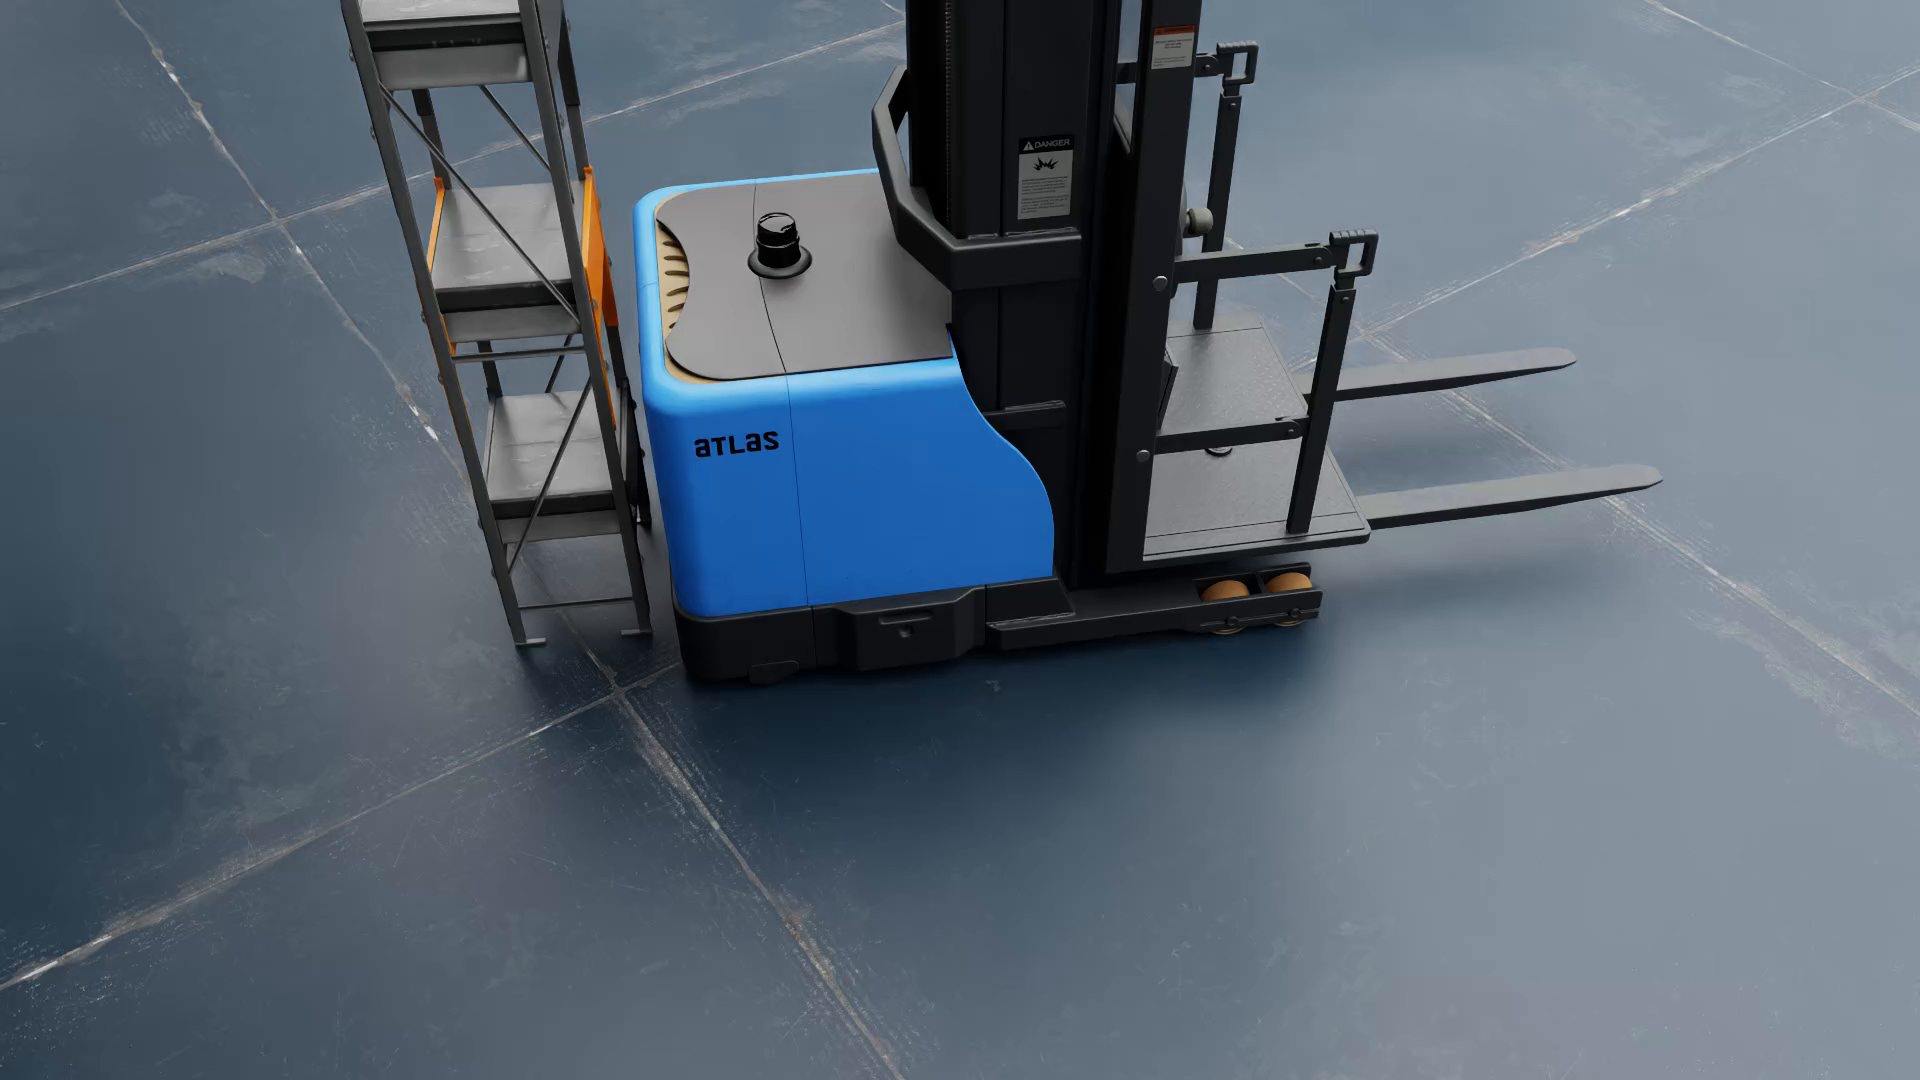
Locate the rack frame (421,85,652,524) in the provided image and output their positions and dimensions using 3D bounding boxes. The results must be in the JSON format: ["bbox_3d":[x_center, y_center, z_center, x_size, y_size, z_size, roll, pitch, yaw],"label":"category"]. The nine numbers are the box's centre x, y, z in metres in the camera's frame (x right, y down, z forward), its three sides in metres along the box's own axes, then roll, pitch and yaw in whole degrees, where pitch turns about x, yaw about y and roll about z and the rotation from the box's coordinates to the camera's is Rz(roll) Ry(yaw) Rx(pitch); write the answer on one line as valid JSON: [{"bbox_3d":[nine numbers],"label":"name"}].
[{"bbox_3d":[-1.182,-0.801,4.568,0.400,2.100,0.015,-5,44,-6],"label":"rack frame"}]

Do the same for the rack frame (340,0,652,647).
[{"bbox_3d":[-1.118,-0.467,4.218,0.400,2.100,0.015,-5,44,-6],"label":"rack frame"}]

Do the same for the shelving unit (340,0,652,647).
[{"bbox_3d":[-1.150,-0.634,4.393,0.431,2.100,0.503,-5,44,-6],"label":"shelving unit"}]

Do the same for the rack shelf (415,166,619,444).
[{"bbox_3d":[-1.150,-0.624,4.403,0.431,0.518,0.480,-5,44,-6],"label":"rack shelf"}]

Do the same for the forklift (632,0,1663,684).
[{"bbox_3d":[0.620,-1.134,4.315,3.031,2.935,1.130,-7,44,-7],"label":"forklift"}]

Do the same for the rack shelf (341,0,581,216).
[{"bbox_3d":[-1.150,-1.130,3.919,0.431,0.518,0.480,-5,44,-6],"label":"rack shelf"}]

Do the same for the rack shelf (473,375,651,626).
[{"bbox_3d":[-1.150,-0.118,4.886,0.431,0.518,0.480,-5,44,-6],"label":"rack shelf"}]
